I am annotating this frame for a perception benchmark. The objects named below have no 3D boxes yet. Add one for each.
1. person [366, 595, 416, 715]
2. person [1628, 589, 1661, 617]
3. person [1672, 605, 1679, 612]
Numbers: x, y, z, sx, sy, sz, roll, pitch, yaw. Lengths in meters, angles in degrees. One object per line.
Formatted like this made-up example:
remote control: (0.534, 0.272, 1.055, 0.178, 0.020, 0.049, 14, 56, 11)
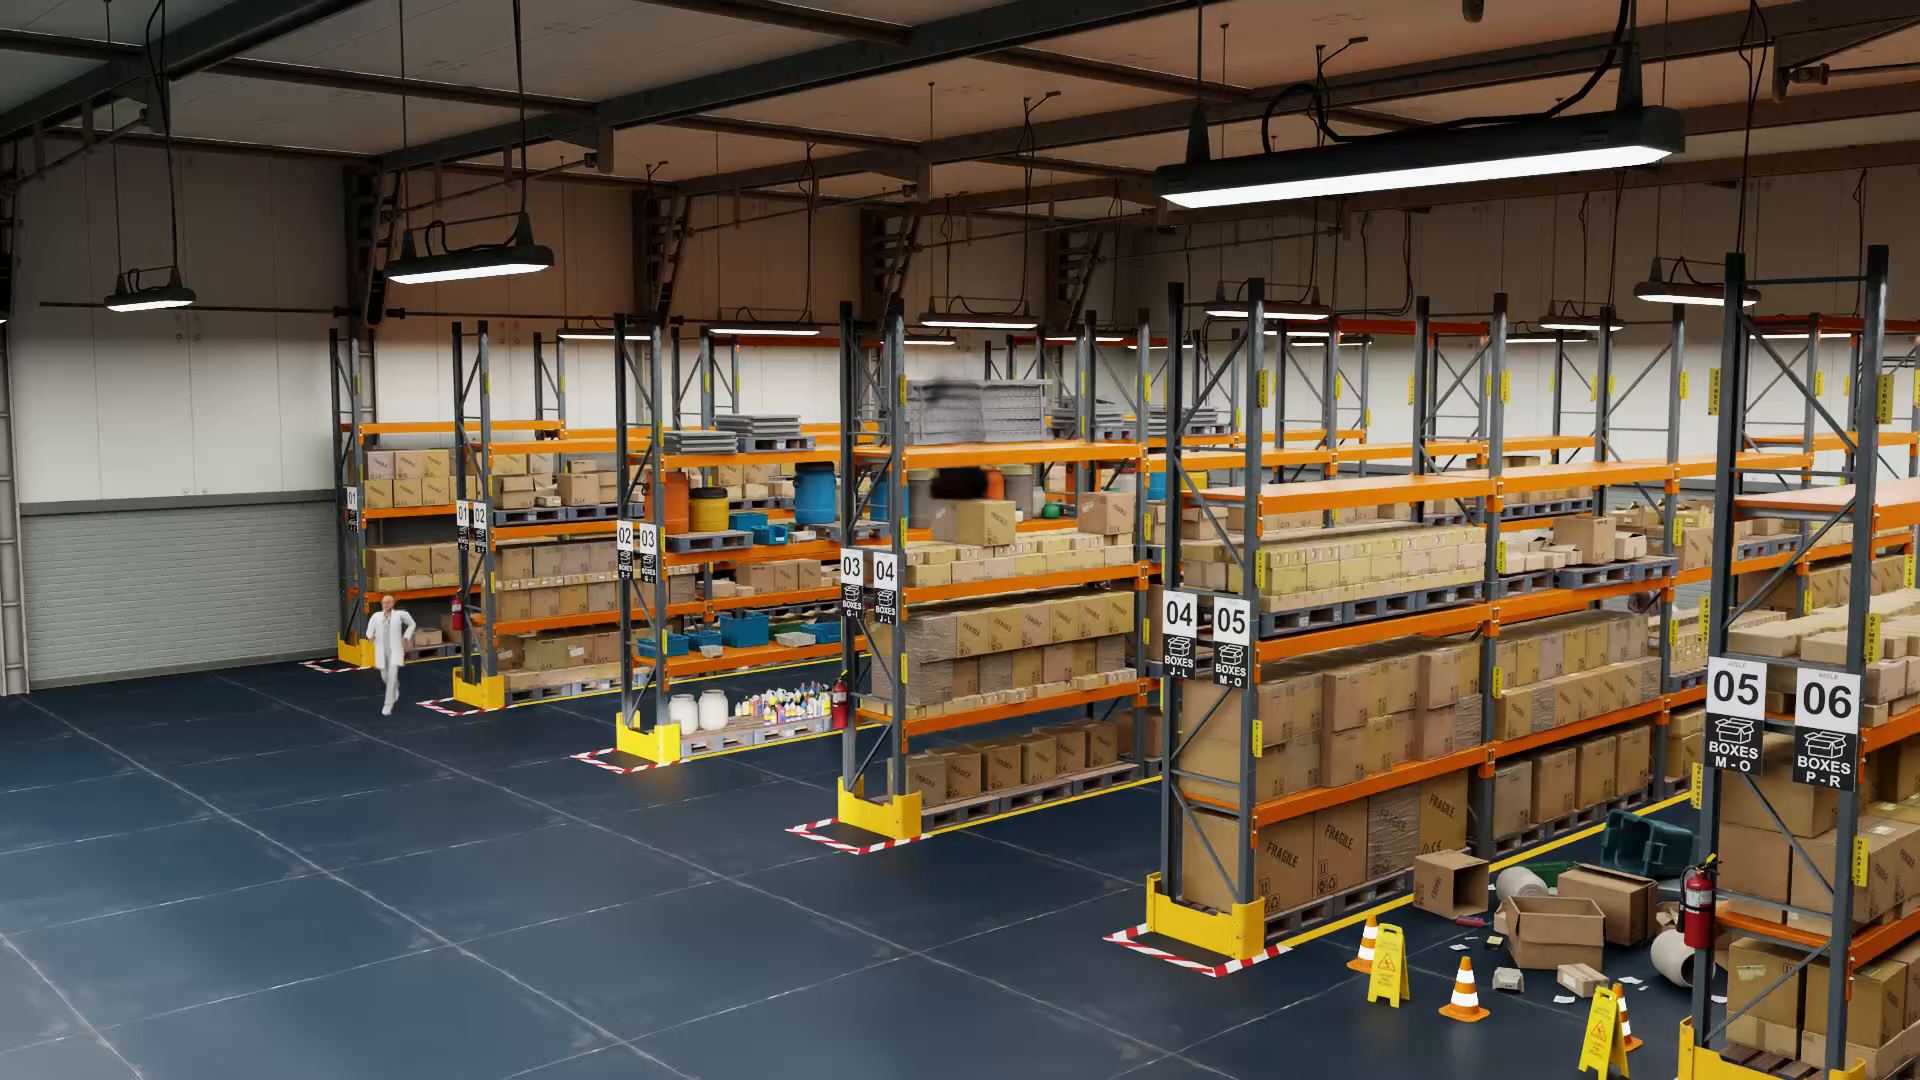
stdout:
person: (-8.816, 1.740, 25.732, 0.710, 1.787, 1.034, 0, 6, -3)
person: (12.106, 1.430, 29.245, 0.764, 1.749, 0.754, -2, 6, -20)
person: (10.616, 1.839, 24.824, 0.707, 1.770, 0.975, 5, 8, 42)
